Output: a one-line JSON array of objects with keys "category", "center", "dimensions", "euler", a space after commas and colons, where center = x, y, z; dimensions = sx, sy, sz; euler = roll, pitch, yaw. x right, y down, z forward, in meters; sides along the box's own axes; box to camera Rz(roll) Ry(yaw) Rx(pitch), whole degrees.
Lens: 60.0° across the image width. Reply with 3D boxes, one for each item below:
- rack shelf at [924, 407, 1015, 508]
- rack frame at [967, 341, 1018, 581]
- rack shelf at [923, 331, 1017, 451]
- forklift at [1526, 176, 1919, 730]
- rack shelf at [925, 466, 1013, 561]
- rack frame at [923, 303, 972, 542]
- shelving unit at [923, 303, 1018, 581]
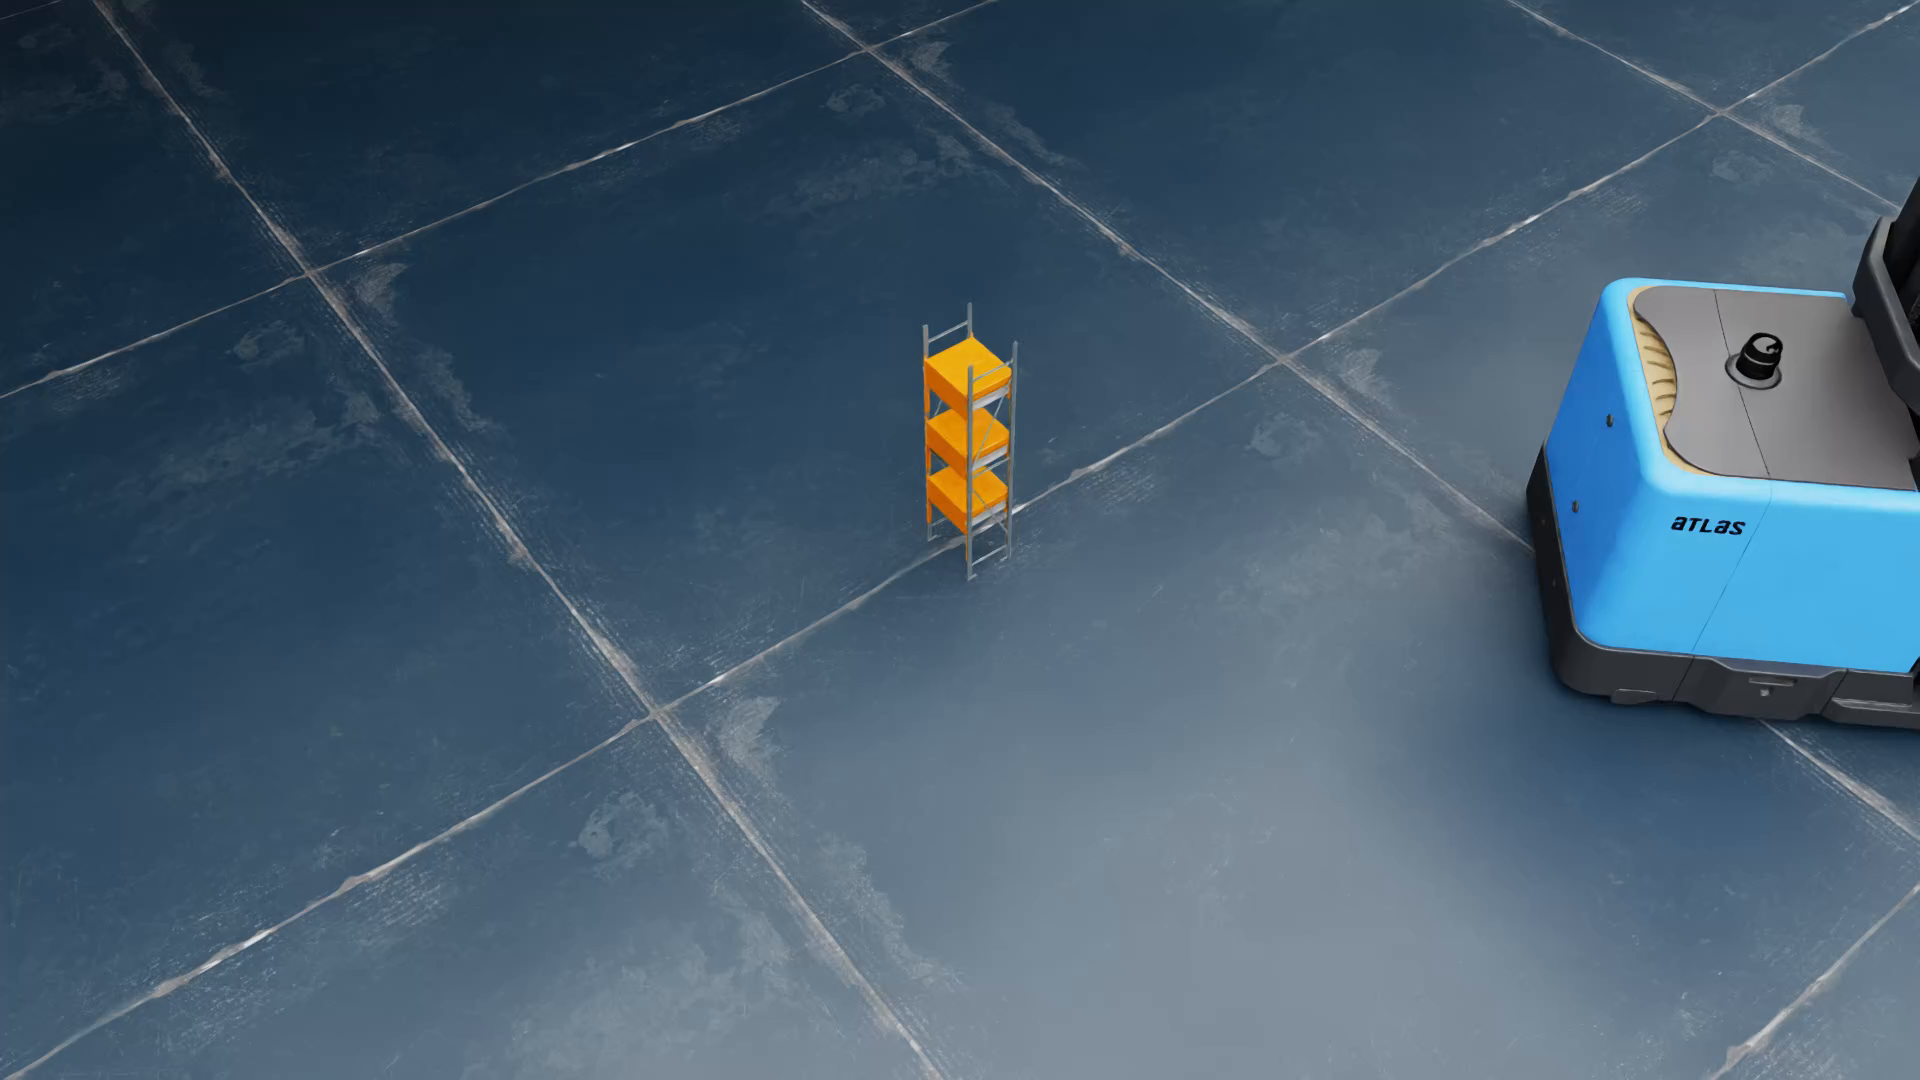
[{"category": "rack shelf", "center": [0.032, -0.314, 5.840], "dimensions": [0.215, 0.259, 0.240], "euler": [-29, 54, -24]}, {"category": "rack frame", "center": [0.106, -0.249, 5.767], "dimensions": [0.200, 1.050, 0.008], "euler": [-29, 54, -24]}, {"category": "rack shelf", "center": [0.032, -0.505, 5.630], "dimensions": [0.215, 0.259, 0.240], "euler": [-29, 54, -24]}, {"category": "forklift", "center": [3.607, -0.678, 4.886], "dimensions": [3.031, 2.935, 1.130], "euler": [5, 48, 4]}, {"category": "rack shelf", "center": [0.032, -0.127, 6.046], "dimensions": [0.215, 0.259, 0.240], "euler": [-29, 54, -24]}, {"category": "rack frame", "center": [-0.041, -0.393, 5.898], "dimensions": [0.200, 1.050, 0.008], "euler": [-29, 54, -24]}, {"category": "shelving unit", "center": [0.032, -0.321, 5.832], "dimensions": [0.215, 1.050, 0.252], "euler": [-29, 54, -24]}]
